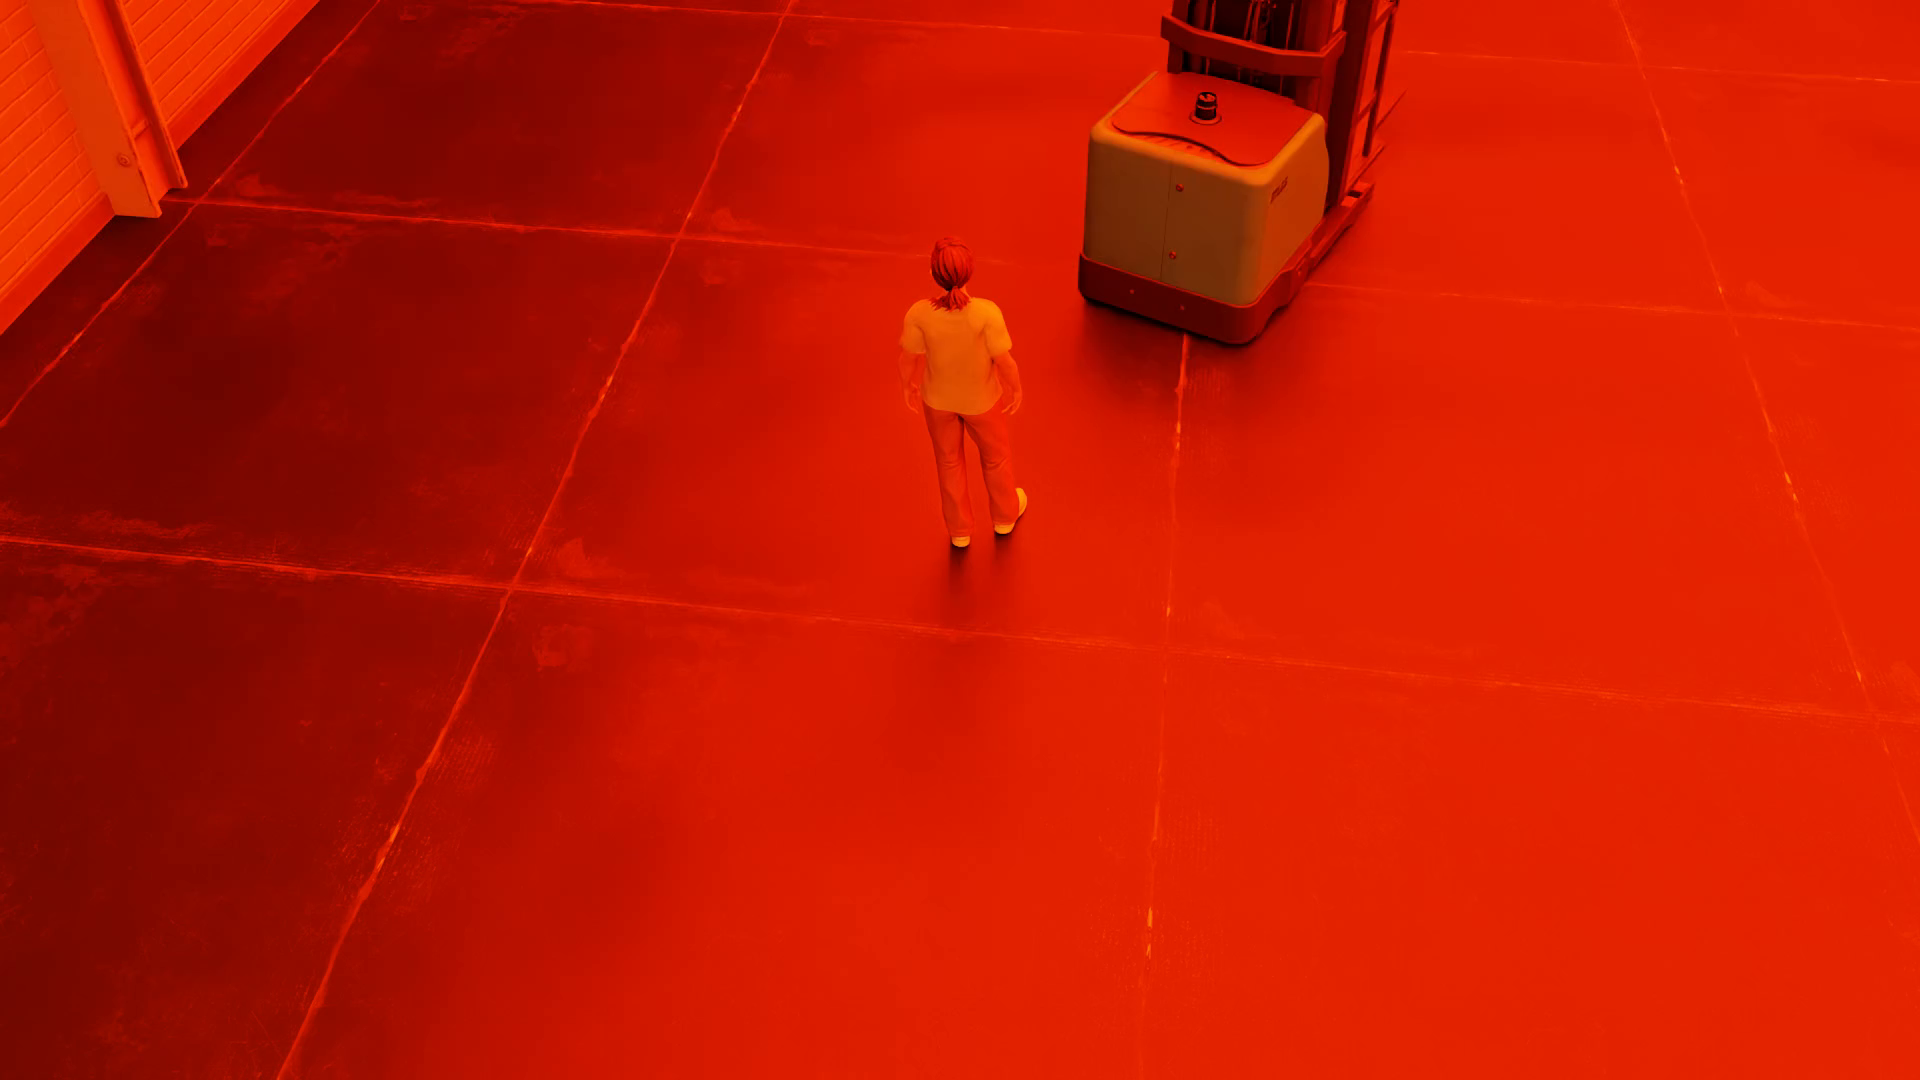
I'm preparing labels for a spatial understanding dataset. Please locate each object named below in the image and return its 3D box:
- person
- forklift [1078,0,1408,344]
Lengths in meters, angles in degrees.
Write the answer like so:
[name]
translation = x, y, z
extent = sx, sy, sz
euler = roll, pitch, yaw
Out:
[person]
translation = 0.022, -0.671, 7.371
extent = 0.553, 1.675, 0.549
euler = 5, 43, 6
[forklift]
translation = 1.845, -3.112, 9.112
extent = 1.130, 2.935, 3.031
euler = 22, 47, 22
